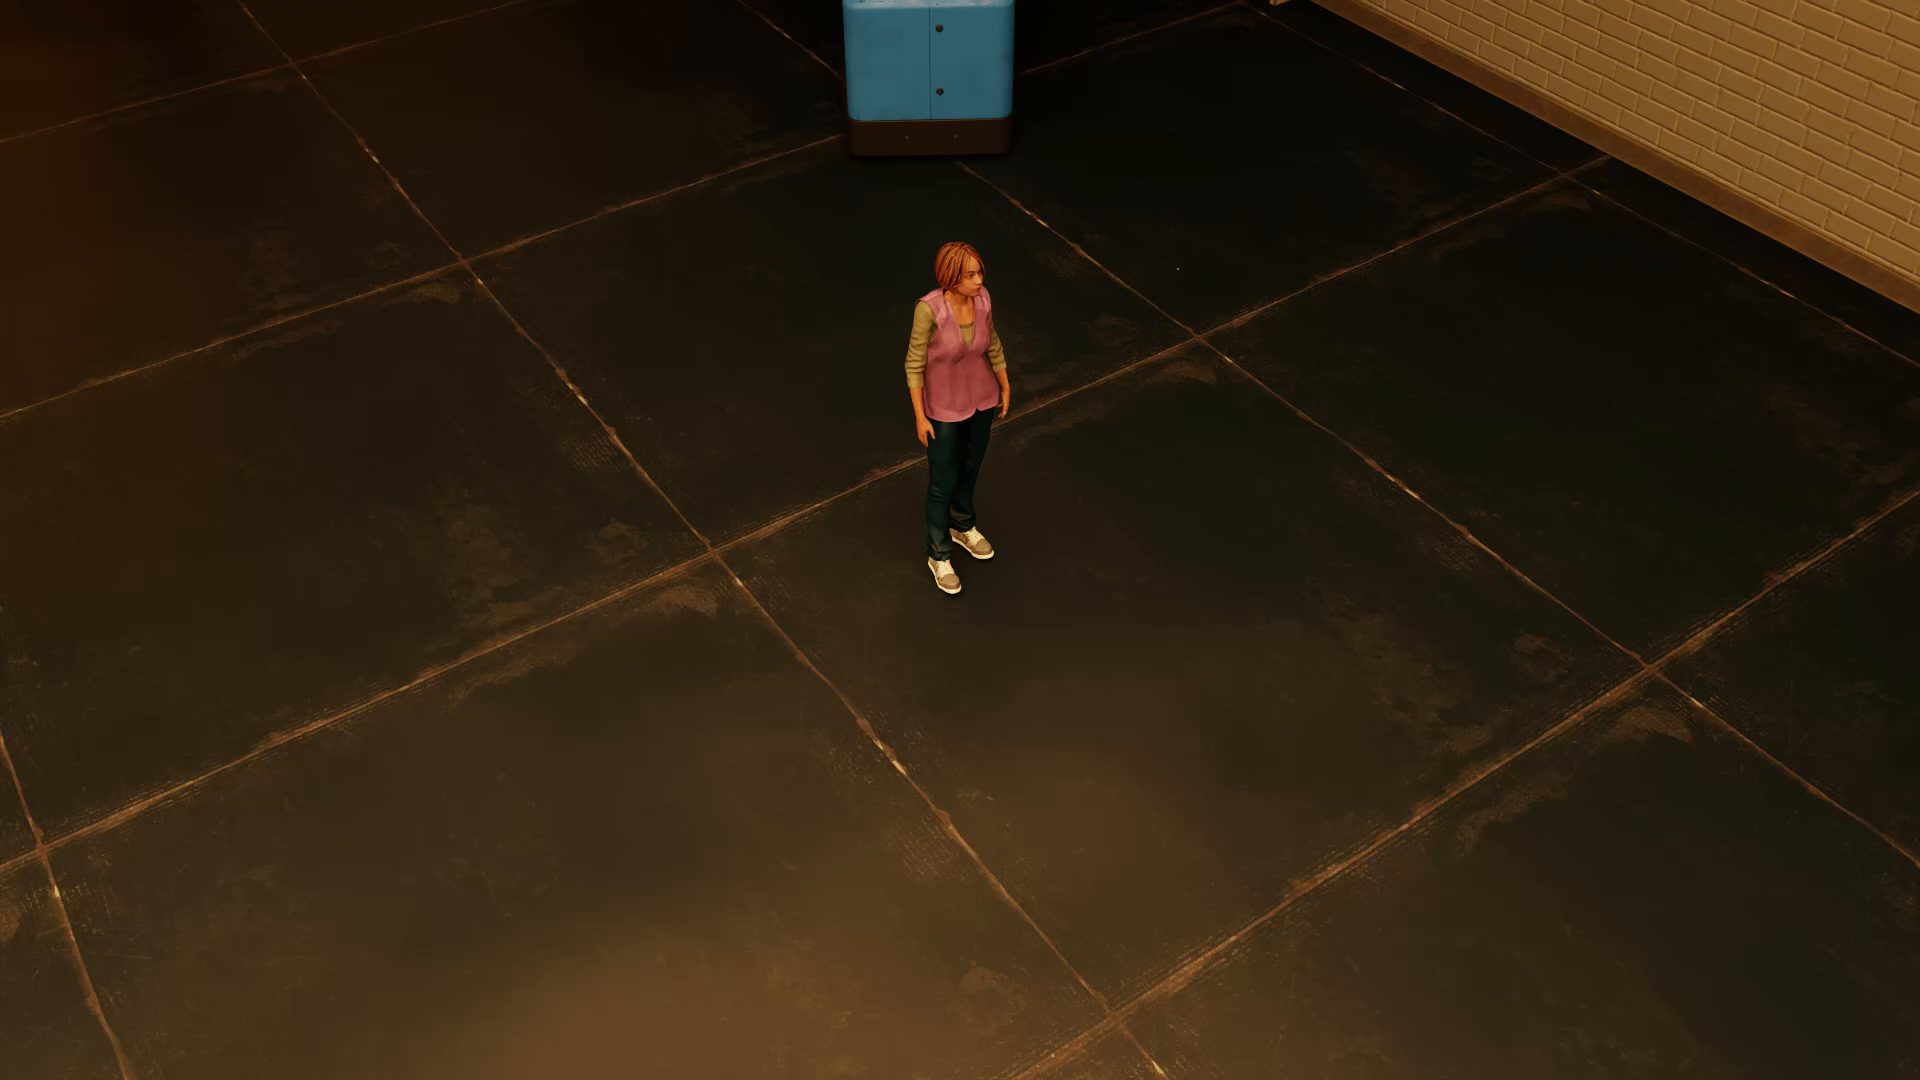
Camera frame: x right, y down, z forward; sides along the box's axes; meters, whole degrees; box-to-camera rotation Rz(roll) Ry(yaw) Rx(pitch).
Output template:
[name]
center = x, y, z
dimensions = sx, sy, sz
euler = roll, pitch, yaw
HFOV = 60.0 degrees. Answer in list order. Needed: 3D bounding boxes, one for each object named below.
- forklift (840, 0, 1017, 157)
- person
[forklift]
center = -0.237, -4.451, 10.546
dimensions = 1.130, 2.935, 3.031
euler = -2, 43, -2
[person]
center = 0.030, -0.546, 7.282
dimensions = 0.520, 1.597, 0.476
euler = -25, 48, -25
